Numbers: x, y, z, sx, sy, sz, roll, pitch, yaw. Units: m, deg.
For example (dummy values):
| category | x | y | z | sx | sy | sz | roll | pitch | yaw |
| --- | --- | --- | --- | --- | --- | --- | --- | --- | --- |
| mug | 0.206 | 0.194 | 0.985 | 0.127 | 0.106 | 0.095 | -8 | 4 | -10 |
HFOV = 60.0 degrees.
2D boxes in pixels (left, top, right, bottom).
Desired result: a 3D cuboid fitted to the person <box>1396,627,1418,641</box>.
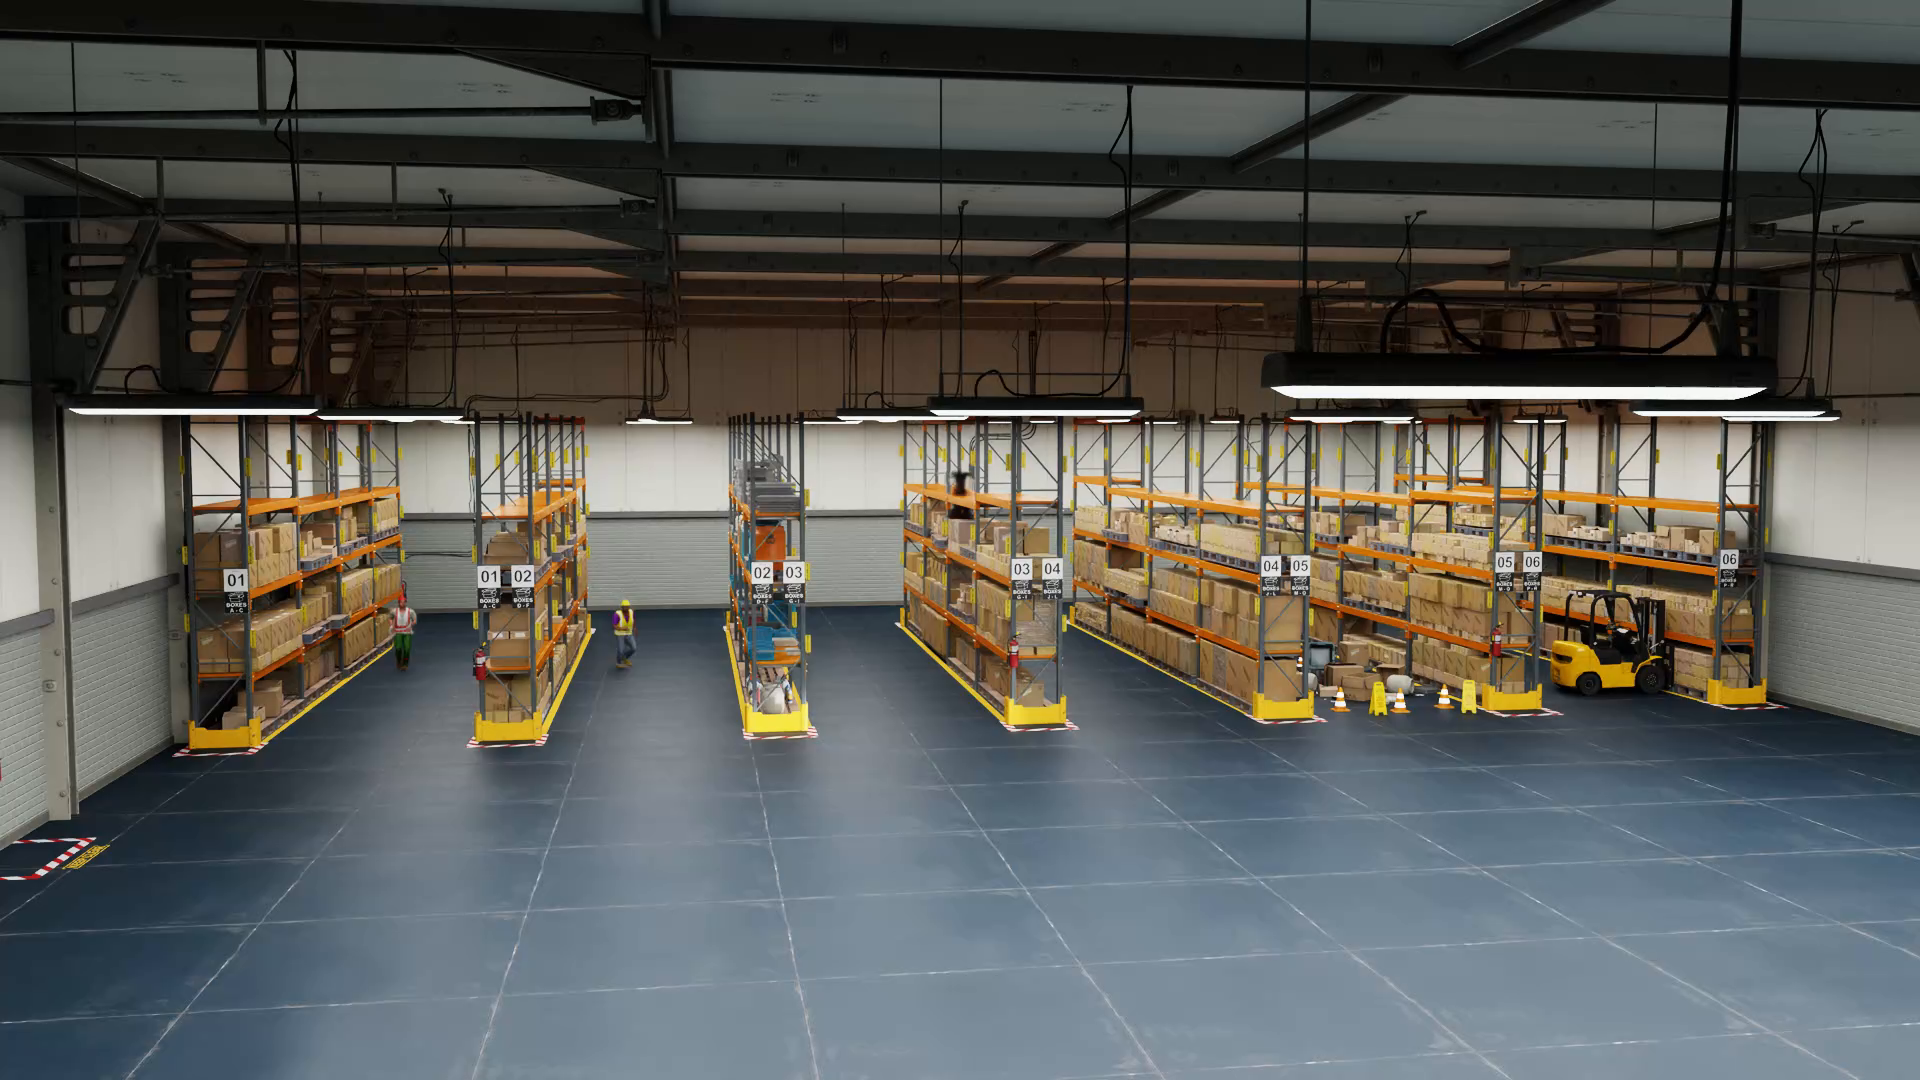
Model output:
| category | x | y | z | sx | sy | sz | roll | pitch | yaw |
| --- | --- | --- | --- | --- | --- | --- | --- | --- | --- |
| person | 11.878 | 1.864 | 44.271 | 0.703 | 1.711 | 0.740 | -2 | 4 | -26 |

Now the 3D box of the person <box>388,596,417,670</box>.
| category | x | y | z | sx | sy | sz | roll | pitch | yaw |
| --- | --- | --- | --- | --- | --- | --- | --- | --- | --- |
| person | -13.033 | 2.188 | 38.882 | 0.652 | 1.742 | 0.629 | -1 | 4 | -15 |

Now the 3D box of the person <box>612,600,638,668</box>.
| category | x | y | z | sx | sy | sz | roll | pitch | yaw |
| --- | --- | --- | --- | --- | --- | --- | --- | --- | --- |
| person | -7.887 | 2.227 | 39.213 | 0.727 | 1.657 | 0.840 | -3 | 5 | -35 |
